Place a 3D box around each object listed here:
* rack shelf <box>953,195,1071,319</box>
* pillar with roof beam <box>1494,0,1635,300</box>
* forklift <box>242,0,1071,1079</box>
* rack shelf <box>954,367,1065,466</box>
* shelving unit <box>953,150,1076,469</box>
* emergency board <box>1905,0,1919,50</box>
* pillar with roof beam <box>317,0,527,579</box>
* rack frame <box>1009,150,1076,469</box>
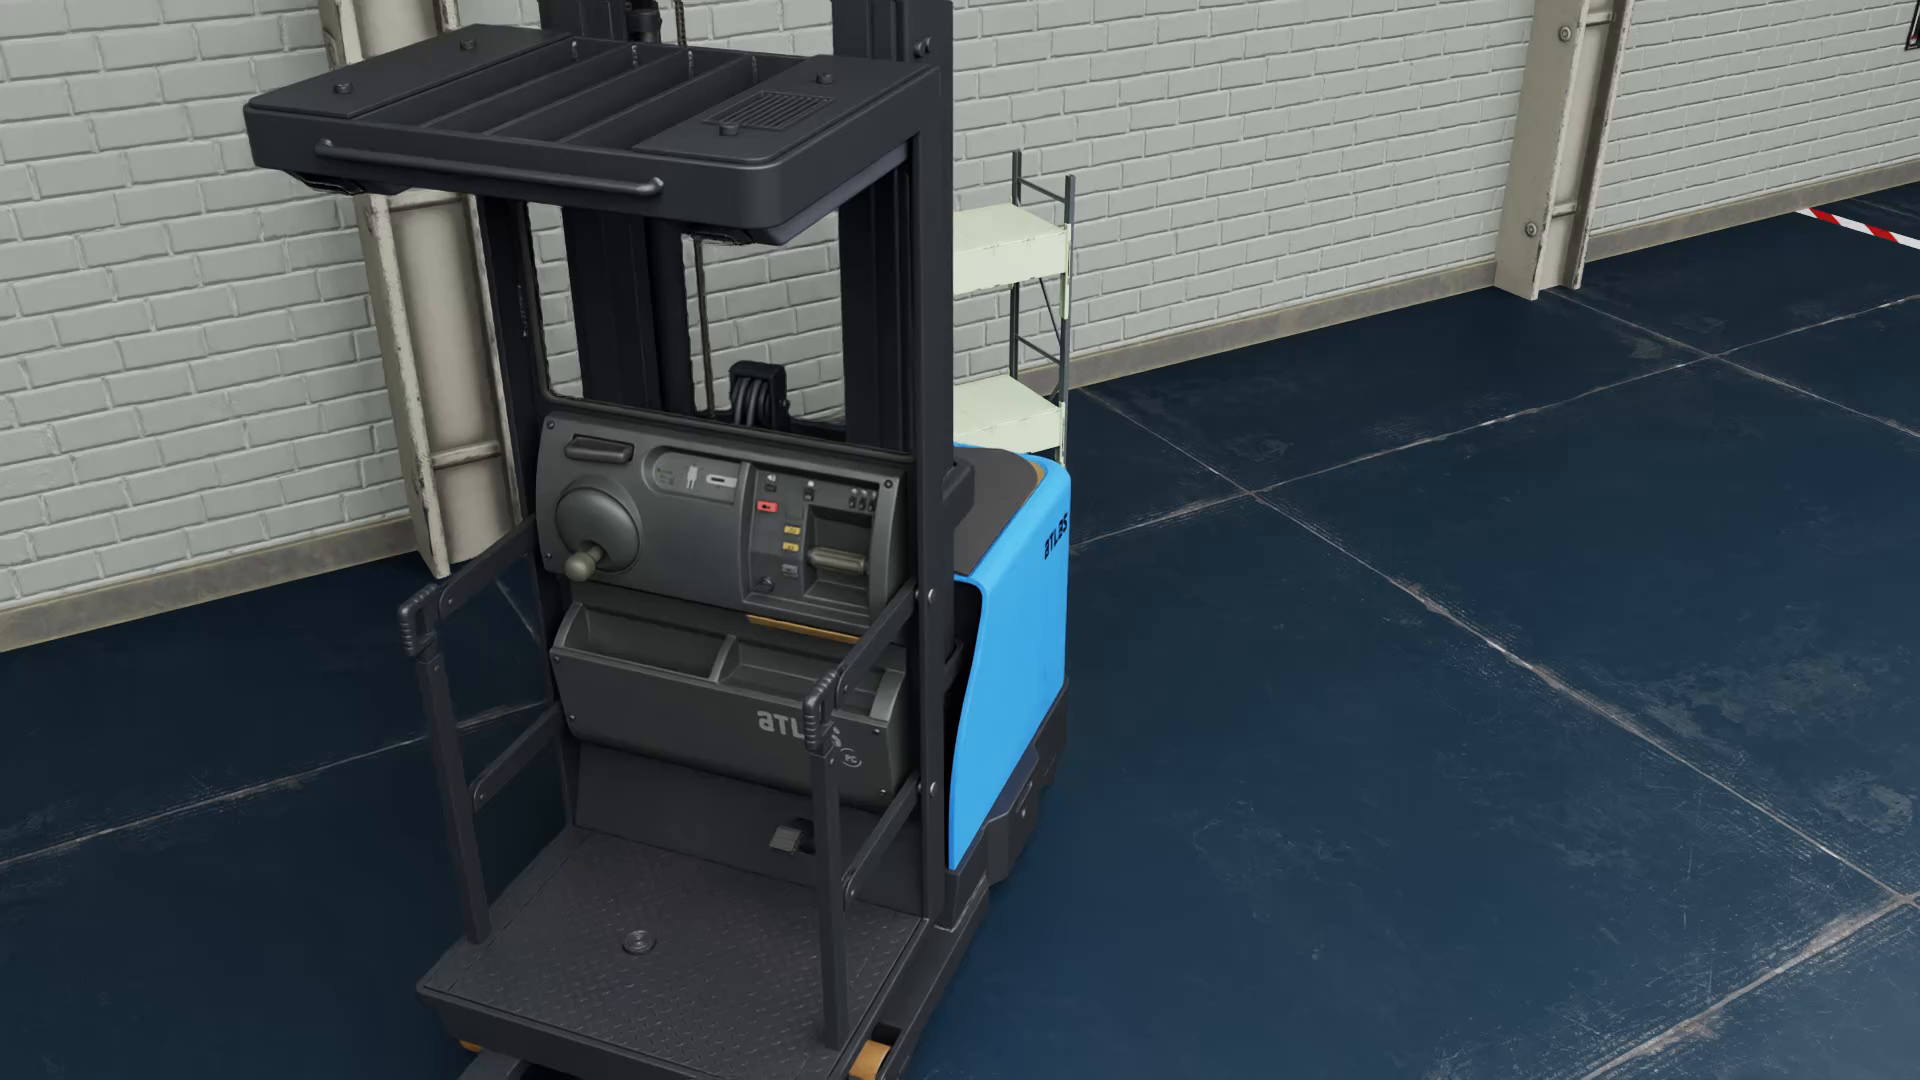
[{"bbox_3d":[-0.006,-0.997,6.196,0.720,0.370,0.431,-16,33,-26],"label":"rack shelf"},{"bbox_3d":[5.409,-3.575,3.915,0.400,9.000,9.100,-16,33,-26],"label":"pillar with roof beam"},{"bbox_3d":[-0.654,-0.001,3.719,1.130,2.935,3.031,10,31,18],"label":"forklift"},{"bbox_3d":[-0.006,-0.370,6.542,0.720,0.370,0.431,-16,33,-26],"label":"rack shelf"},{"bbox_3d":[-0.006,-0.655,6.385,0.755,1.500,0.431,-16,33,-26],"label":"shelving unit"},{"bbox_3d":[6.234,-3.627,10.218,0.626,1.169,0.157,-16,33,-26],"label":"emergency board"},{"bbox_3d":[0.236,-2.106,1.253,0.400,9.000,9.100,-16,33,-26],"label":"pillar with roof beam"},{"bbox_3d":[0.310,-0.745,6.547,0.023,1.500,0.400,-16,33,-26],"label":"rack frame"}]
